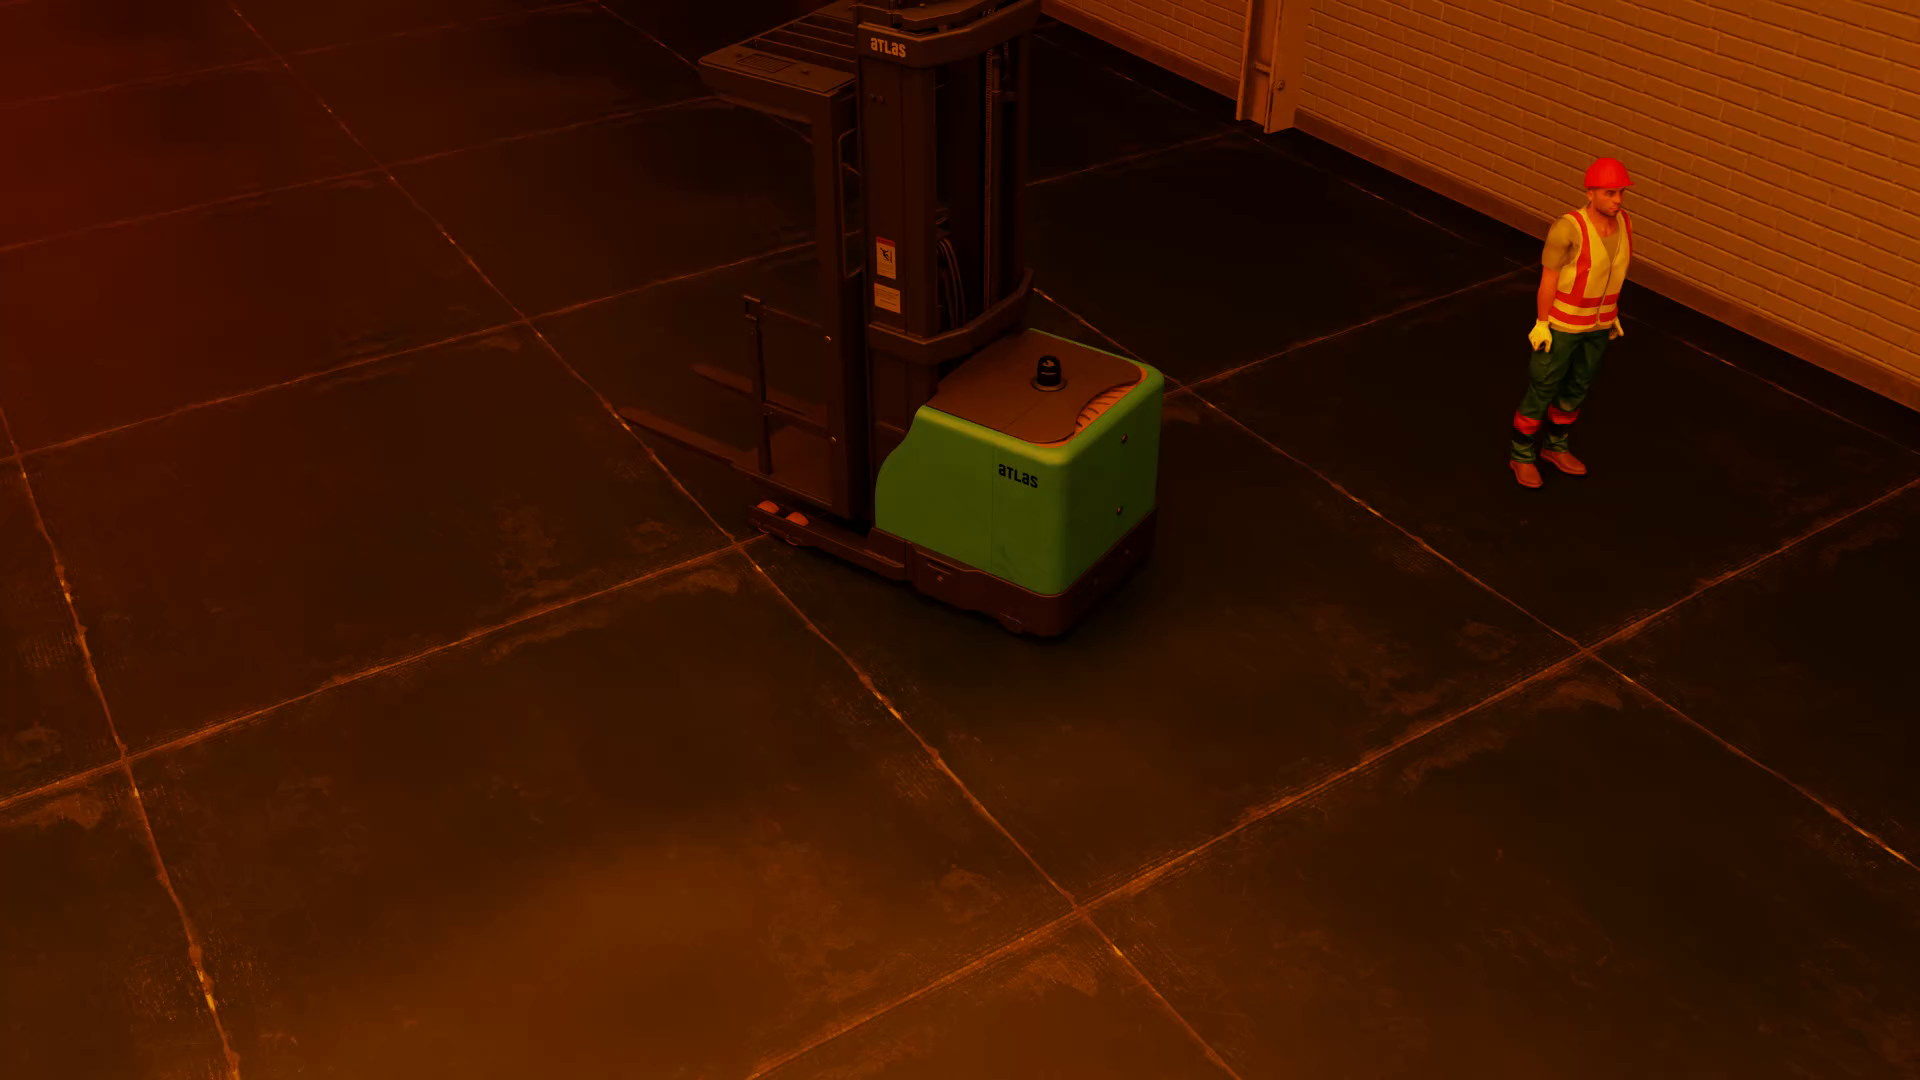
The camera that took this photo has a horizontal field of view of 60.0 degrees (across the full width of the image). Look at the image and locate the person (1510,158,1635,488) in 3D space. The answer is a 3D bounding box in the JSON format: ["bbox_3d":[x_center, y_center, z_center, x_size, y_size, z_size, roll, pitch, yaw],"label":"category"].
[{"bbox_3d":[3.259,-1.136,8.758,0.535,1.794,0.375,-13,37,-18],"label":"person"}]

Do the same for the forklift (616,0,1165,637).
[{"bbox_3d":[-0.500,-1.399,8.138,3.031,2.935,1.130,22,41,28],"label":"forklift"}]
